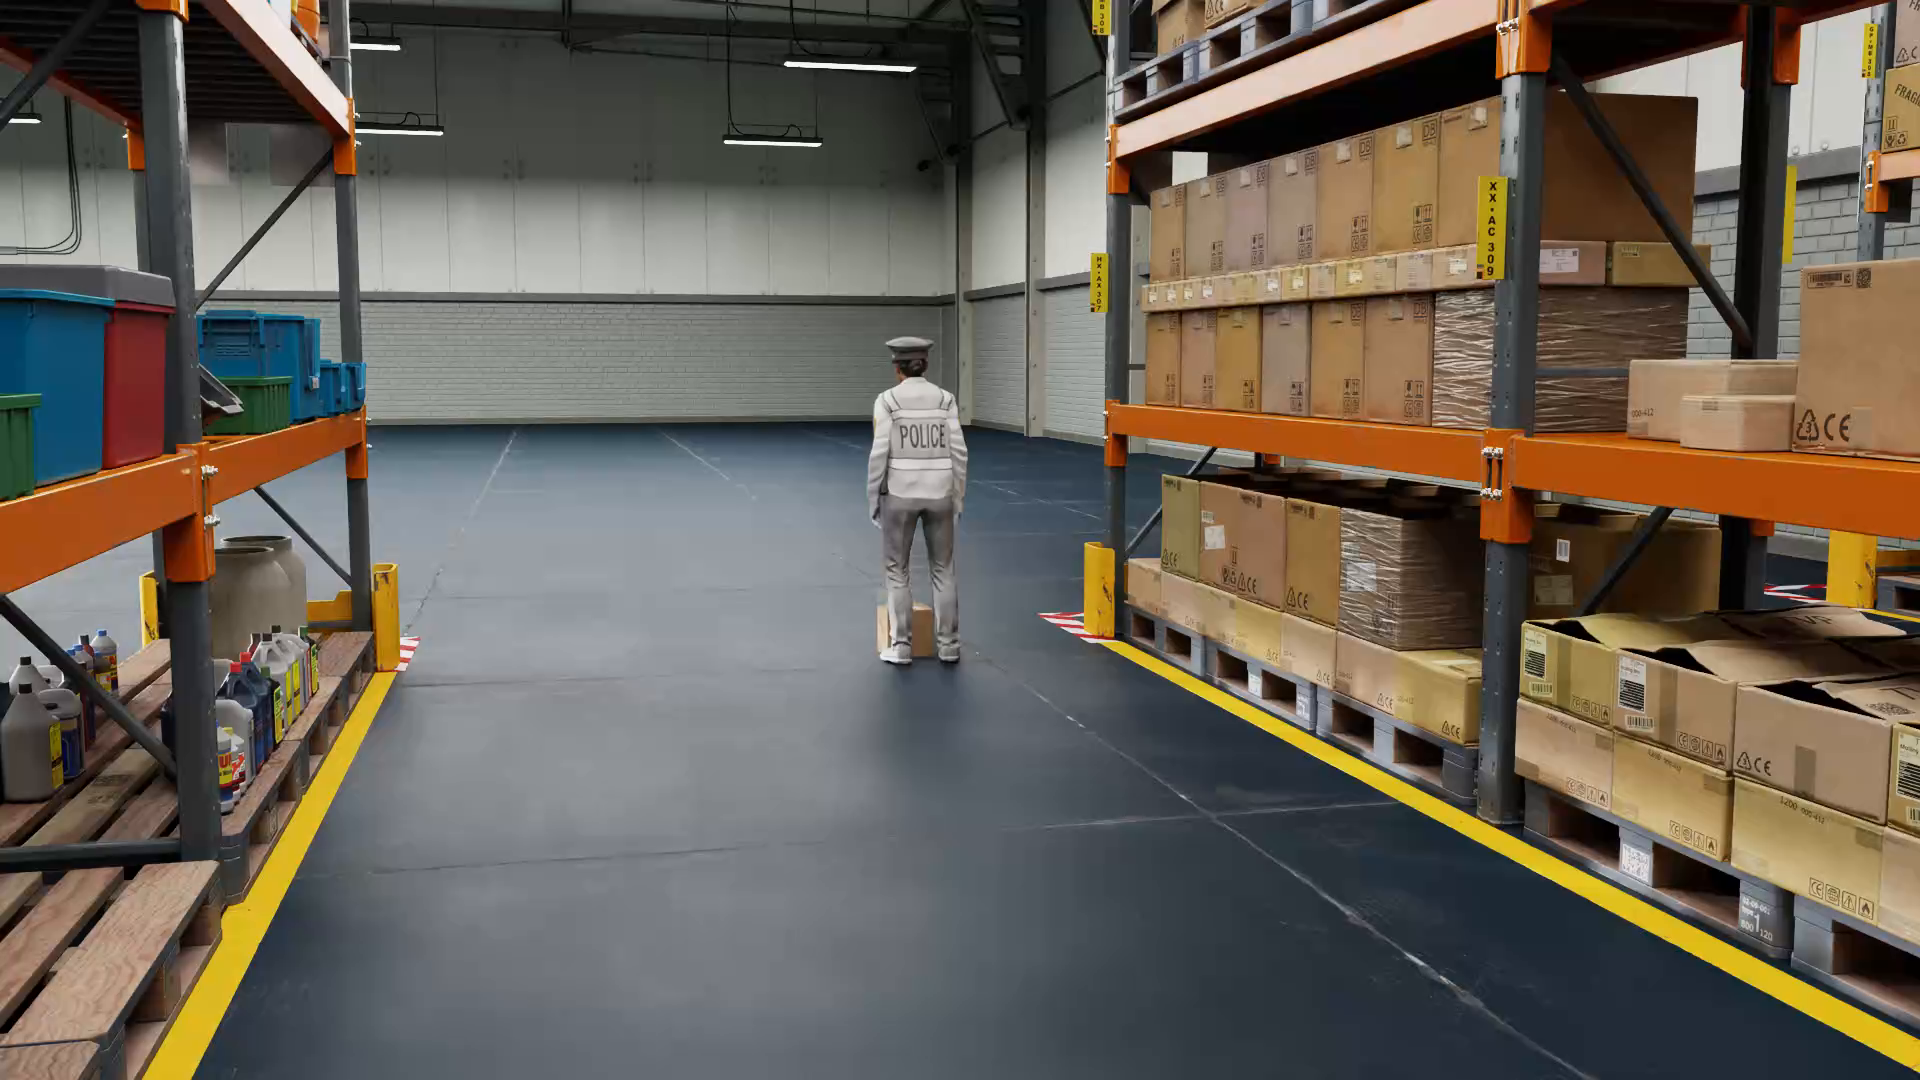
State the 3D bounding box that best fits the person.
[{"bbox_3d":[-0.223,-0.198,8.485,0.524,1.662,0.373,-2,6,-16],"label":"person"}]
